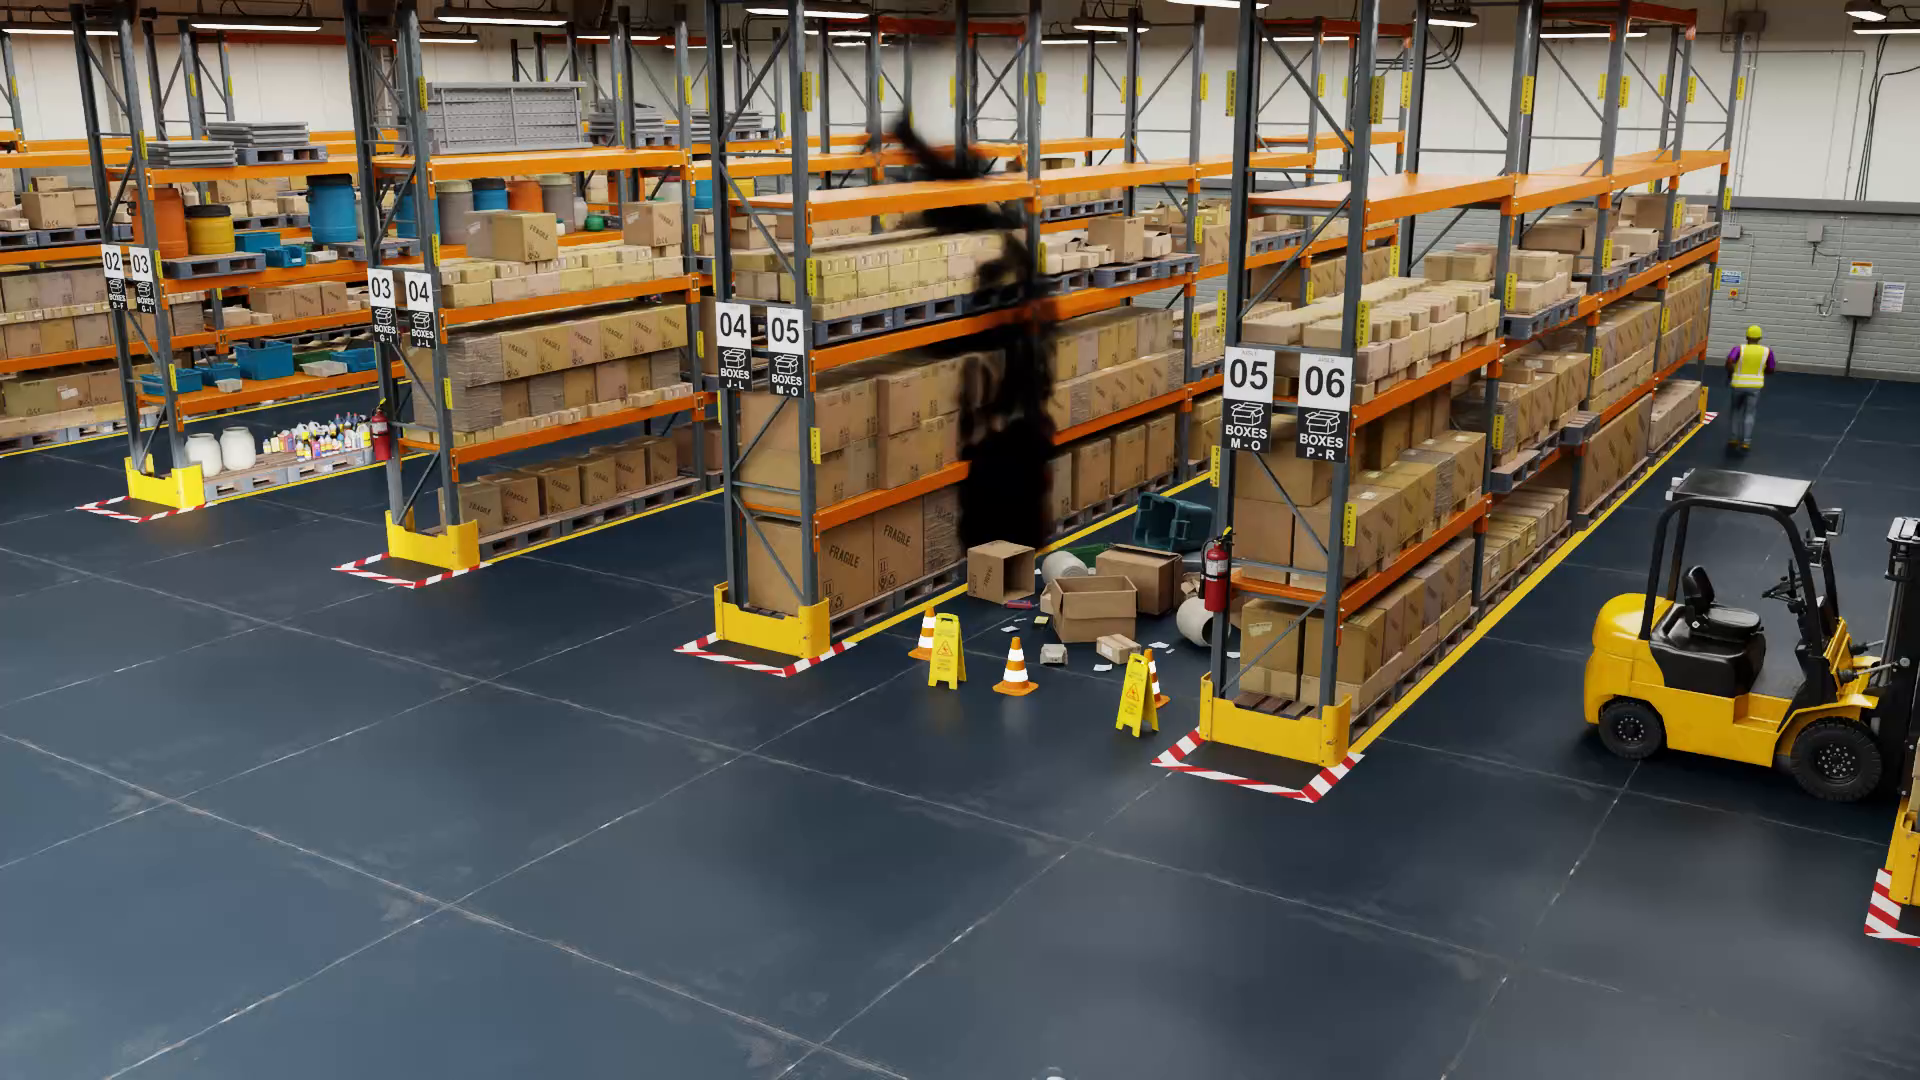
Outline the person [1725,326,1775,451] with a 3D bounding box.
[{"bbox_3d":[11.150,-2.121,23.549,0.635,1.815,0.841,7,17,25],"label":"person"}]
